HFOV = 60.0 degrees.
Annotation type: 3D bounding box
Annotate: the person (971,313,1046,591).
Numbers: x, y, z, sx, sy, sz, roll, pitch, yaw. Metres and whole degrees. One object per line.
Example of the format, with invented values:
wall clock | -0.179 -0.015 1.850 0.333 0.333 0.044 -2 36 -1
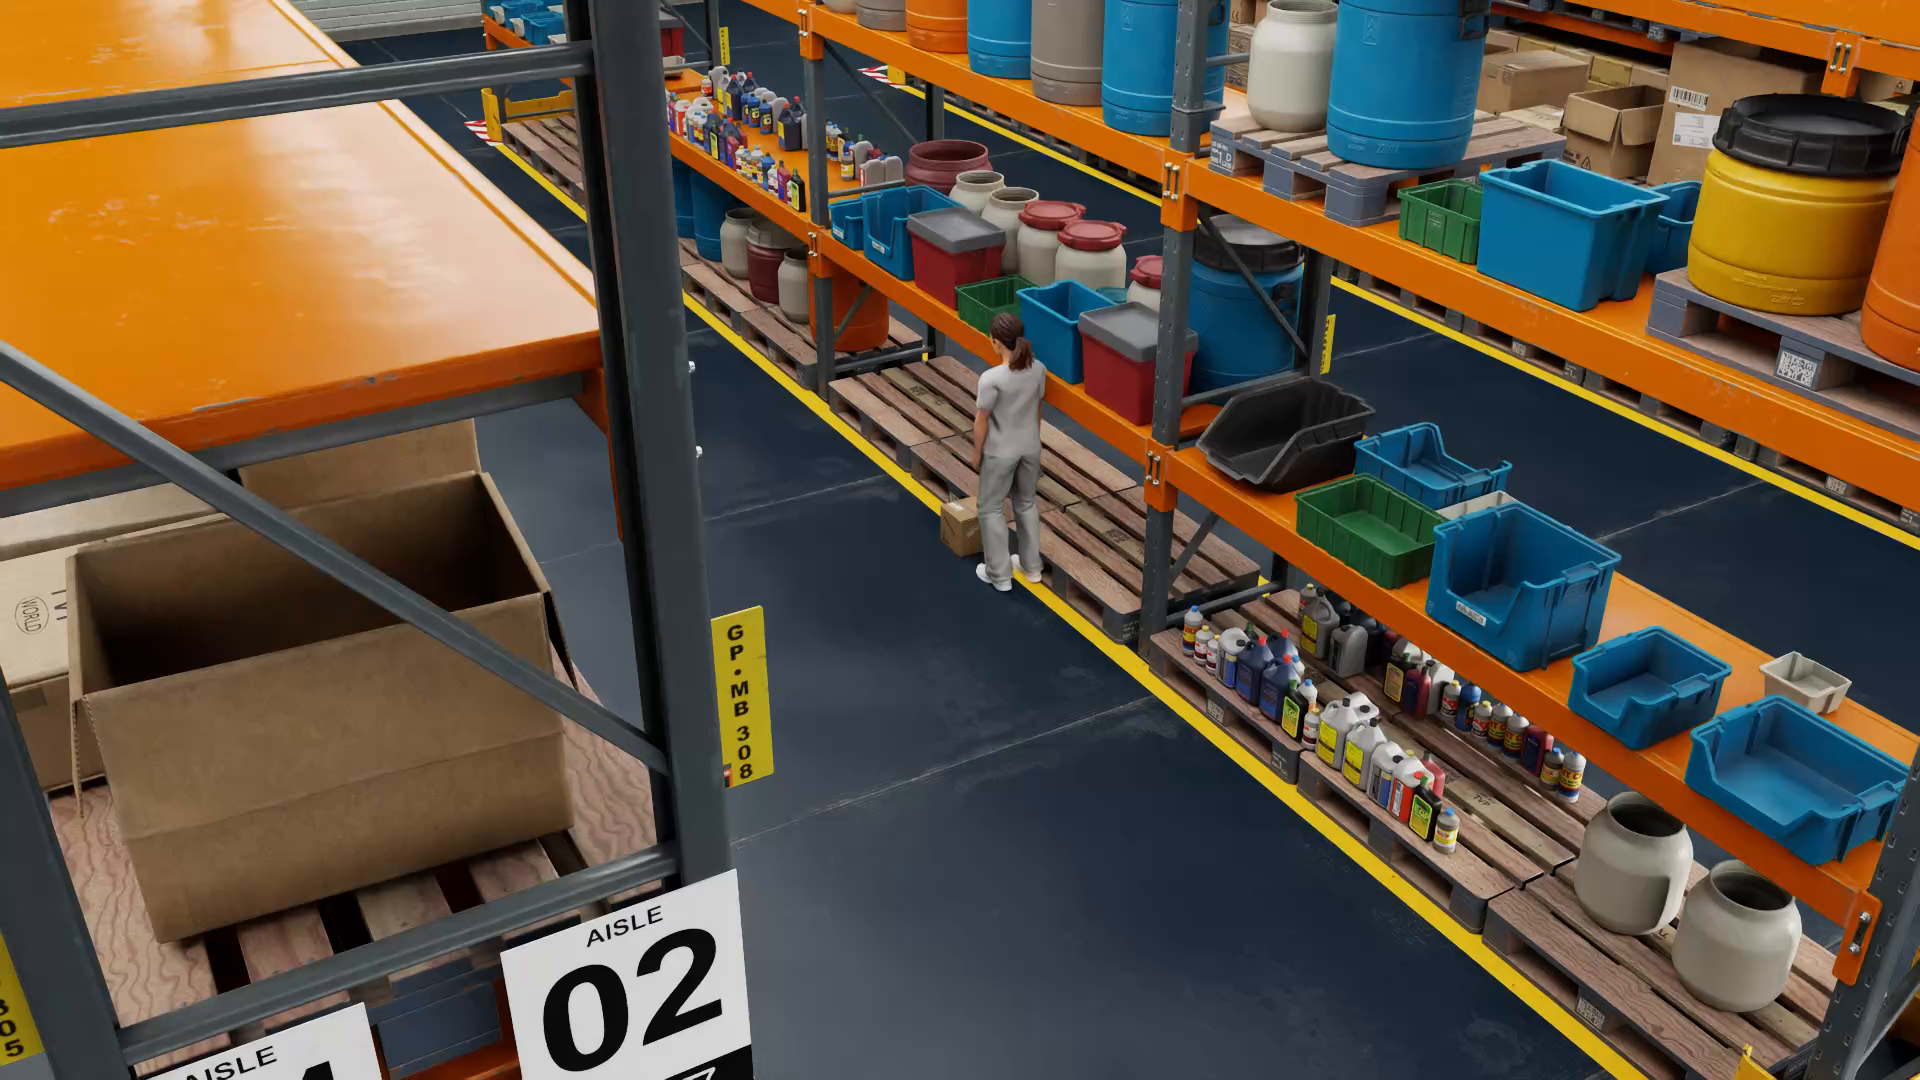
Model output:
person | 0.279 -0.492 9.454 0.444 1.669 0.349 -15 33 -25
